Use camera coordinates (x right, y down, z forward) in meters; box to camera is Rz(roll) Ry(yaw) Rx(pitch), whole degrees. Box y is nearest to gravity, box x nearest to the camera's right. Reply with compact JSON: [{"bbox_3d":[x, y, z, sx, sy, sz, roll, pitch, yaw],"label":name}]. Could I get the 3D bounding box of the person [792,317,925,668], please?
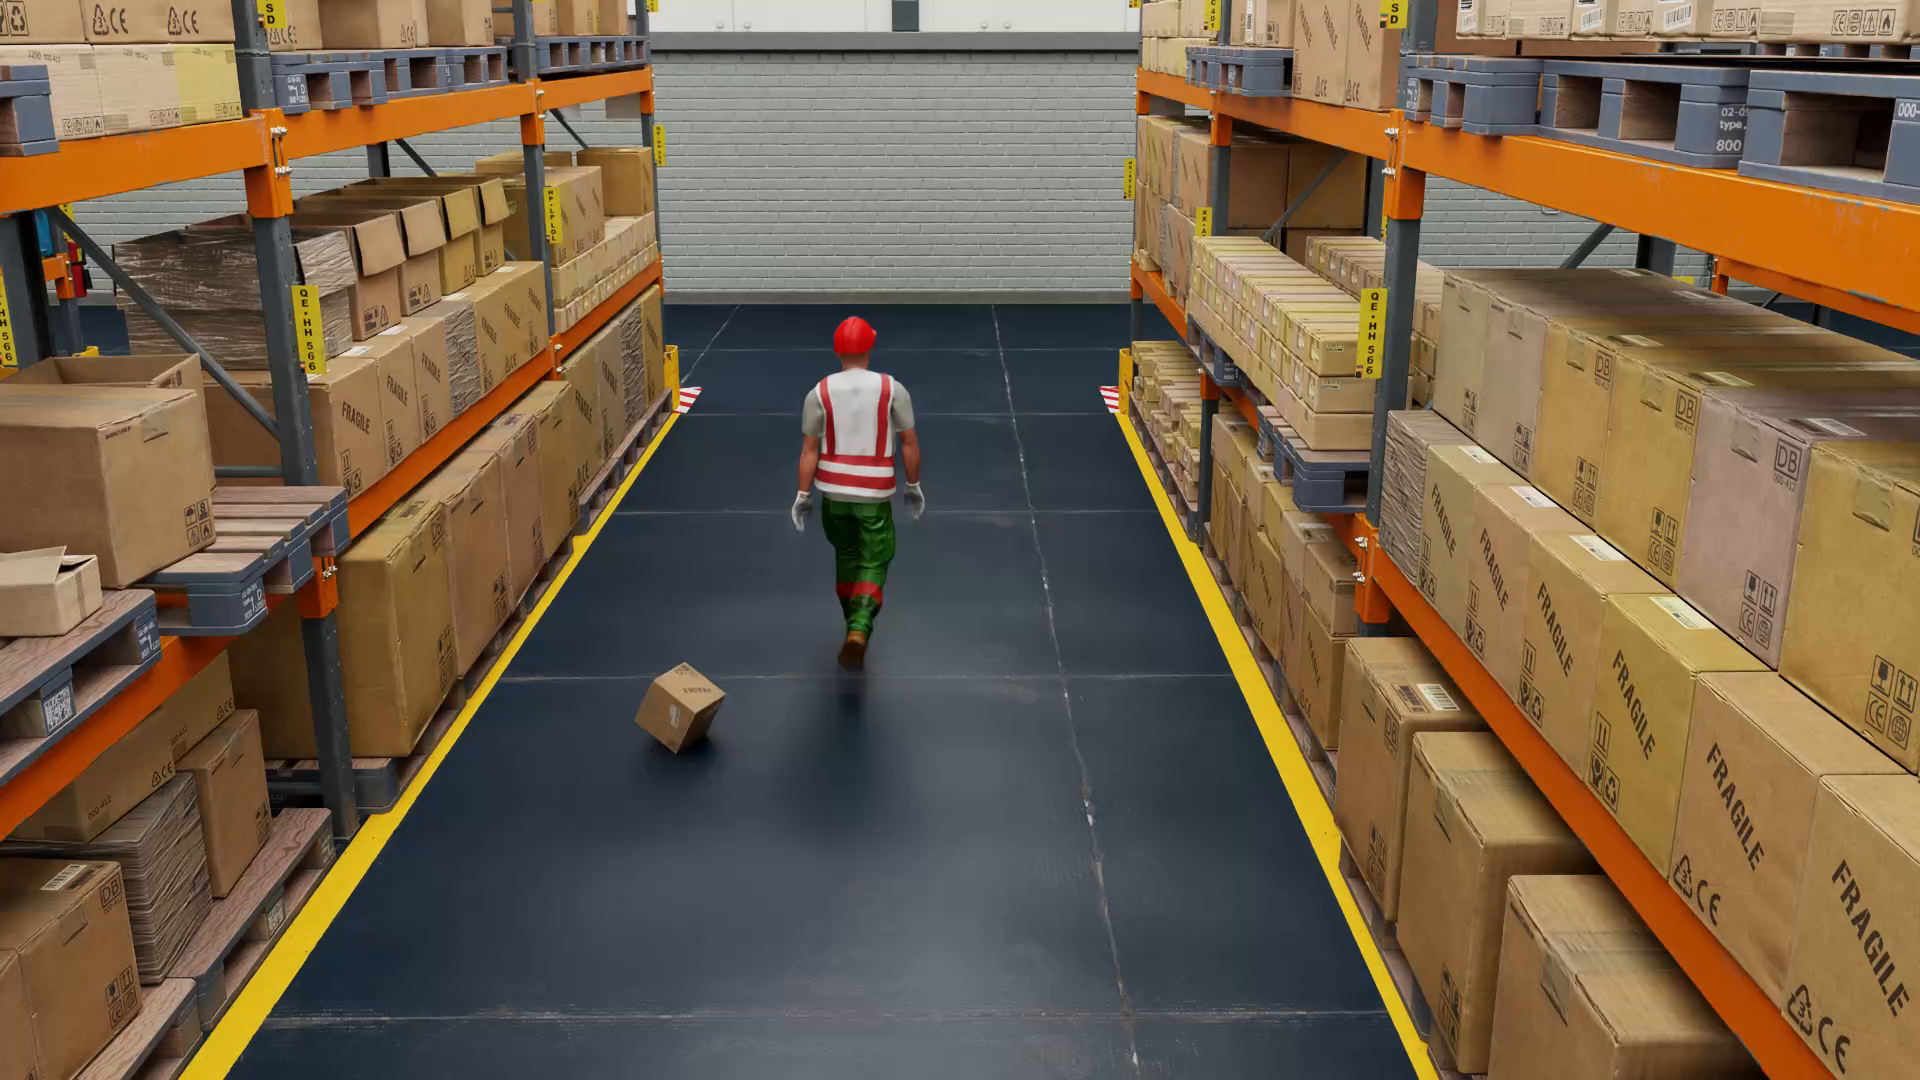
[{"bbox_3d":[-0.514,-0.223,8.274,0.656,1.744,0.984,1,17,4],"label":"person"}]
